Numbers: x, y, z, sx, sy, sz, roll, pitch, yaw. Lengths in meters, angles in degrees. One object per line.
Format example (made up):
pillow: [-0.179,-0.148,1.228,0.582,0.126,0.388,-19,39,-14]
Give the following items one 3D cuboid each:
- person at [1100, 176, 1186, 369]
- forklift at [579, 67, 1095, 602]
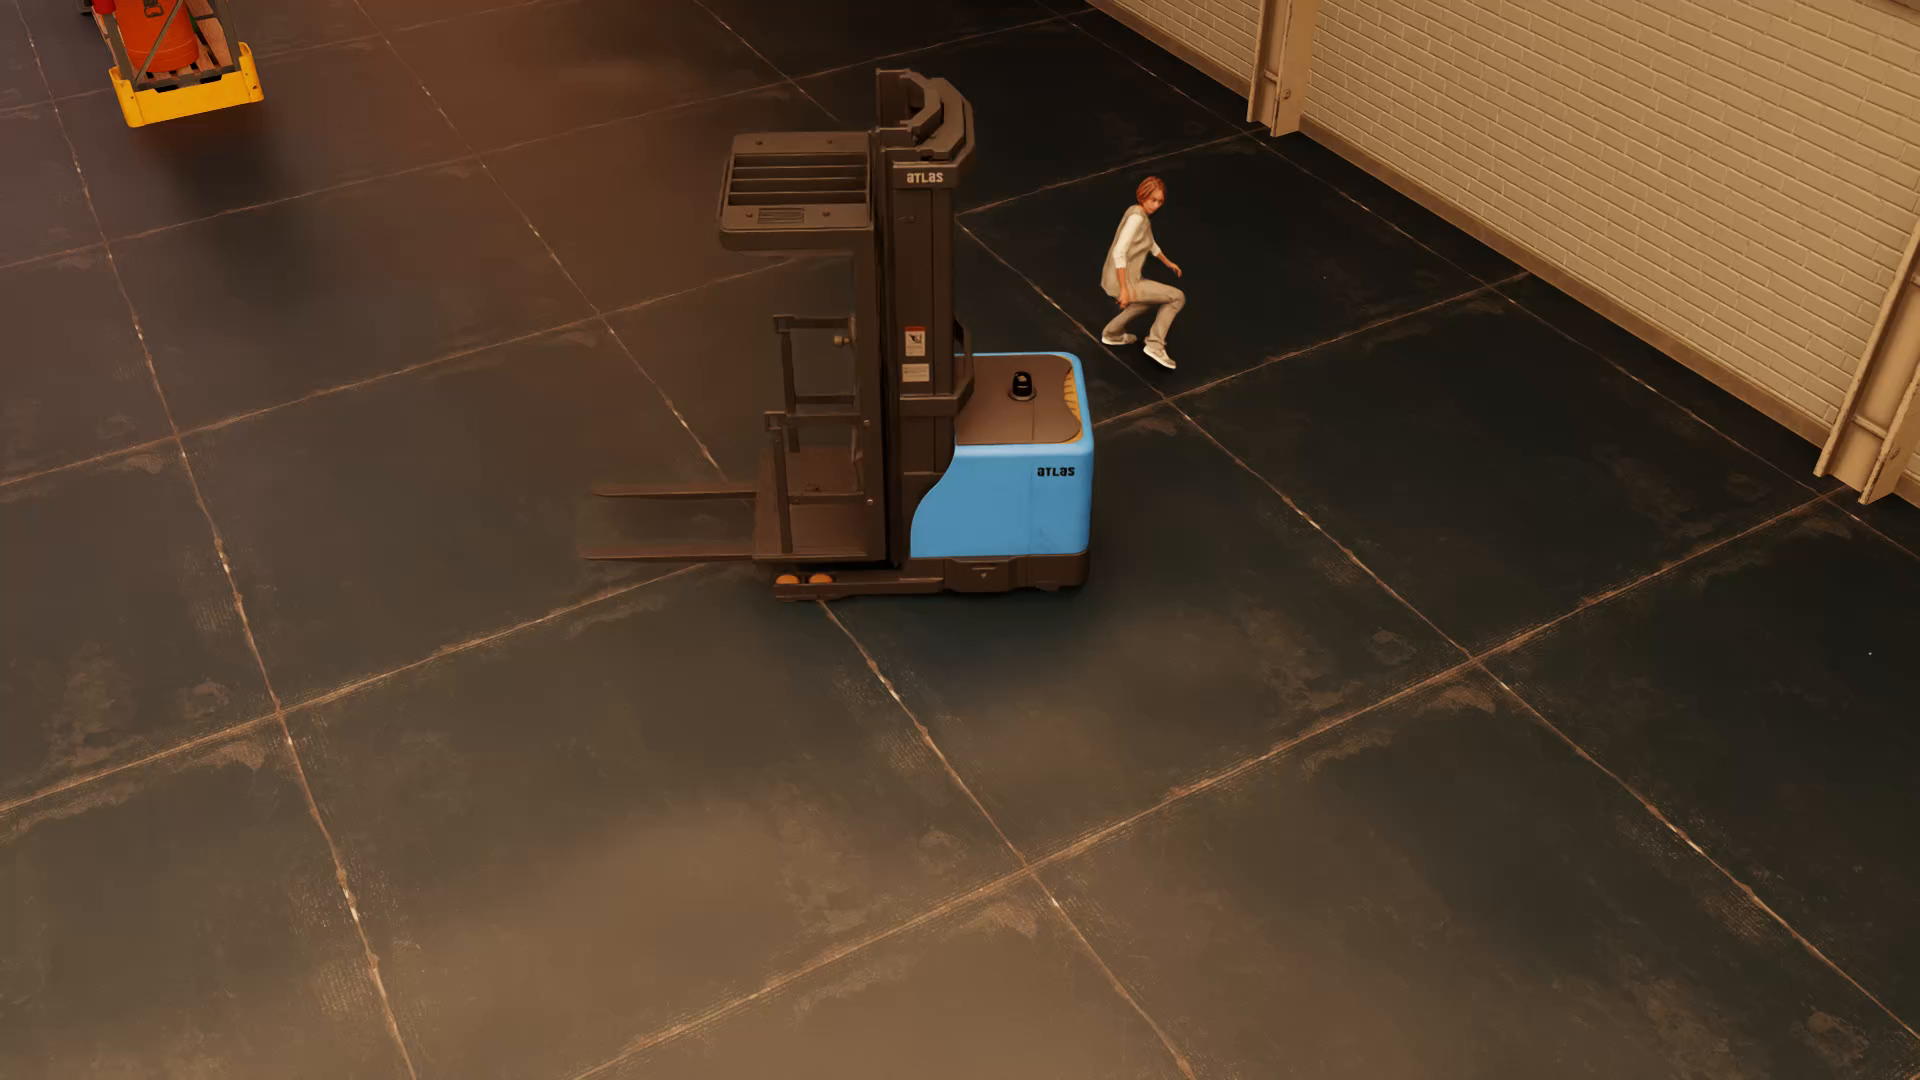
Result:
person: [1.281,-1.814,11.474,0.620,1.383,0.661,-4,40,-4]
forklift: [-0.759,-1.103,9.366,3.031,2.935,1.130,-1,40,-2]
